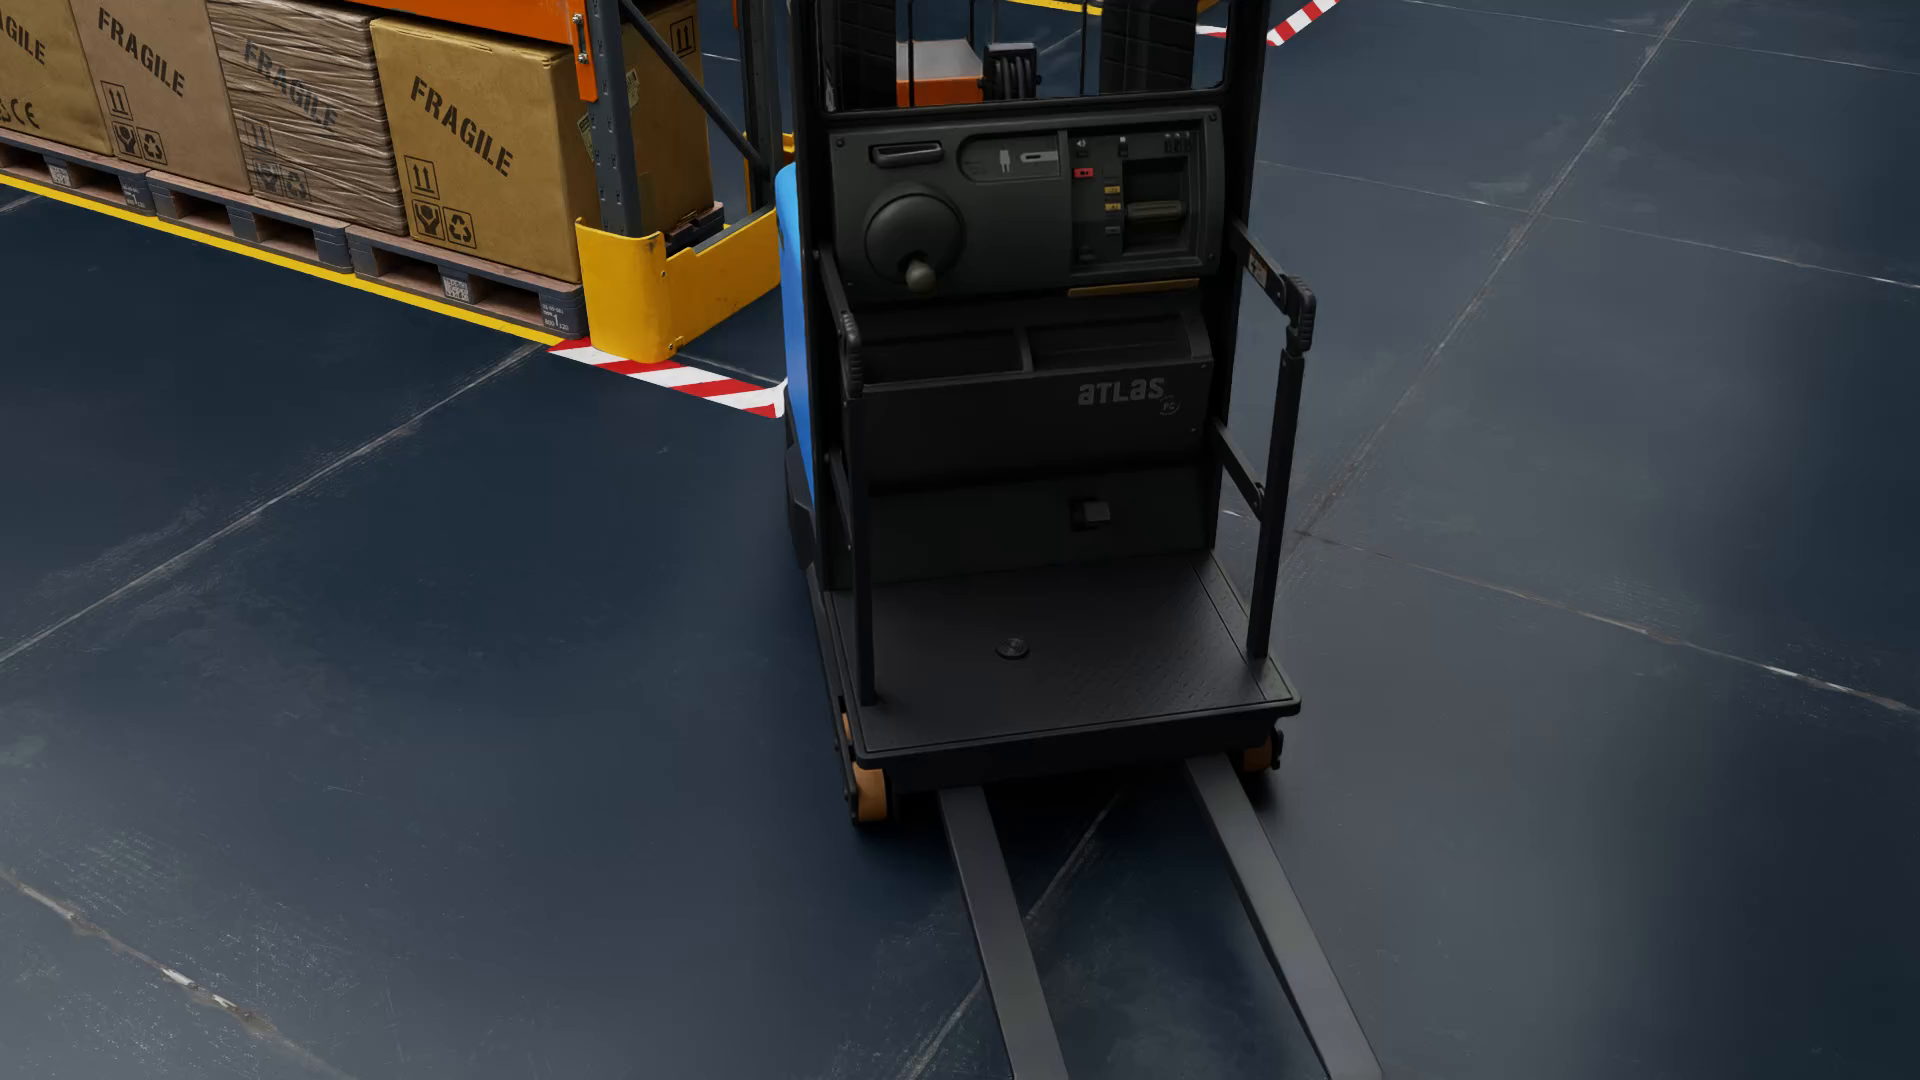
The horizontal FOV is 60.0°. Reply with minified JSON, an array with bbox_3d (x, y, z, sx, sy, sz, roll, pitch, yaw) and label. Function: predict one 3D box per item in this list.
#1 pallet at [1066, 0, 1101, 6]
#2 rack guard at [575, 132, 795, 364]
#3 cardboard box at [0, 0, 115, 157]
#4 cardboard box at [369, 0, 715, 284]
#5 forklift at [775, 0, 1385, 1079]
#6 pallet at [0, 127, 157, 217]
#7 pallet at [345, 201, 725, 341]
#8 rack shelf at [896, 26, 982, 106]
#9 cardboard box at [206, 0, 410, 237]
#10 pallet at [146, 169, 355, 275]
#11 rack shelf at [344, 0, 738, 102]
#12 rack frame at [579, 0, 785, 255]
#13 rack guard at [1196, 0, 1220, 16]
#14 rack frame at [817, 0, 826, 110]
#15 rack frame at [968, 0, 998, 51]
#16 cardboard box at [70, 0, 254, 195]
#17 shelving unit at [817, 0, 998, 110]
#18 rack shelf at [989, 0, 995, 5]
[{"bbox_3d":[0.742,-3.699,10.615,1.213,0.211,1.003,18,37,24],"label":"pallet"},{"bbox_3d":[-0.998,-1.184,6.577,0.348,0.500,1.175,18,37,24],"label":"rack guard"},{"bbox_3d":[-3.959,-2.402,7.688,0.875,0.875,0.875,18,37,24],"label":"cardboard box"},{"bbox_3d":[-1.615,-1.659,6.573,0.875,0.875,0.875,18,37,24],"label":"cardboard box"},{"bbox_3d":[0.208,-0.731,3.704,1.130,2.935,3.031,-6,34,-9],"label":"forklift"},{"bbox_3d":[-3.871,-1.924,7.948,1.213,0.211,1.003,18,37,24],"label":"pallet"},{"bbox_3d":[-1.752,-1.253,6.941,1.213,0.211,1.003,18,37,24],"label":"pallet"},{"bbox_3d":[-0.170,-1.327,5.374,0.480,0.518,0.431,-6,34,-9],"label":"rack shelf"},{"bbox_3d":[-2.405,-1.909,6.949,0.875,0.875,0.875,18,37,24],"label":"cardboard box"},{"bbox_3d":[-2.807,-1.589,7.445,1.213,0.211,1.003,18,37,24],"label":"pallet"},{"bbox_3d":[-2.756,-2.482,6.920,4.000,0.370,1.077,18,37,24],"label":"rack shelf"},{"bbox_3d":[-1.019,-2.231,5.894,0.127,3.000,1.000,18,37,24],"label":"rack frame"},{"bbox_3d":[1.466,-3.574,10.166,0.348,0.500,1.175,18,37,24],"label":"rack guard"},{"bbox_3d":[-0.410,-1.313,5.327,0.015,2.100,0.400,-6,34,-9],"label":"rack frame"},{"bbox_3d":[0.069,-1.364,5.404,0.015,2.100,0.400,-6,34,-9],"label":"rack frame"},{"bbox_3d":[-3.177,-2.154,7.317,0.875,0.875,0.875,18,37,24],"label":"cardboard box"},{"bbox_3d":[-0.170,-1.339,5.366,0.503,2.100,0.431,-6,34,-9],"label":"shelving unit"},{"bbox_3d":[-0.170,-1.910,4.986,0.480,0.518,0.431,-6,34,-9],"label":"rack shelf"}]
